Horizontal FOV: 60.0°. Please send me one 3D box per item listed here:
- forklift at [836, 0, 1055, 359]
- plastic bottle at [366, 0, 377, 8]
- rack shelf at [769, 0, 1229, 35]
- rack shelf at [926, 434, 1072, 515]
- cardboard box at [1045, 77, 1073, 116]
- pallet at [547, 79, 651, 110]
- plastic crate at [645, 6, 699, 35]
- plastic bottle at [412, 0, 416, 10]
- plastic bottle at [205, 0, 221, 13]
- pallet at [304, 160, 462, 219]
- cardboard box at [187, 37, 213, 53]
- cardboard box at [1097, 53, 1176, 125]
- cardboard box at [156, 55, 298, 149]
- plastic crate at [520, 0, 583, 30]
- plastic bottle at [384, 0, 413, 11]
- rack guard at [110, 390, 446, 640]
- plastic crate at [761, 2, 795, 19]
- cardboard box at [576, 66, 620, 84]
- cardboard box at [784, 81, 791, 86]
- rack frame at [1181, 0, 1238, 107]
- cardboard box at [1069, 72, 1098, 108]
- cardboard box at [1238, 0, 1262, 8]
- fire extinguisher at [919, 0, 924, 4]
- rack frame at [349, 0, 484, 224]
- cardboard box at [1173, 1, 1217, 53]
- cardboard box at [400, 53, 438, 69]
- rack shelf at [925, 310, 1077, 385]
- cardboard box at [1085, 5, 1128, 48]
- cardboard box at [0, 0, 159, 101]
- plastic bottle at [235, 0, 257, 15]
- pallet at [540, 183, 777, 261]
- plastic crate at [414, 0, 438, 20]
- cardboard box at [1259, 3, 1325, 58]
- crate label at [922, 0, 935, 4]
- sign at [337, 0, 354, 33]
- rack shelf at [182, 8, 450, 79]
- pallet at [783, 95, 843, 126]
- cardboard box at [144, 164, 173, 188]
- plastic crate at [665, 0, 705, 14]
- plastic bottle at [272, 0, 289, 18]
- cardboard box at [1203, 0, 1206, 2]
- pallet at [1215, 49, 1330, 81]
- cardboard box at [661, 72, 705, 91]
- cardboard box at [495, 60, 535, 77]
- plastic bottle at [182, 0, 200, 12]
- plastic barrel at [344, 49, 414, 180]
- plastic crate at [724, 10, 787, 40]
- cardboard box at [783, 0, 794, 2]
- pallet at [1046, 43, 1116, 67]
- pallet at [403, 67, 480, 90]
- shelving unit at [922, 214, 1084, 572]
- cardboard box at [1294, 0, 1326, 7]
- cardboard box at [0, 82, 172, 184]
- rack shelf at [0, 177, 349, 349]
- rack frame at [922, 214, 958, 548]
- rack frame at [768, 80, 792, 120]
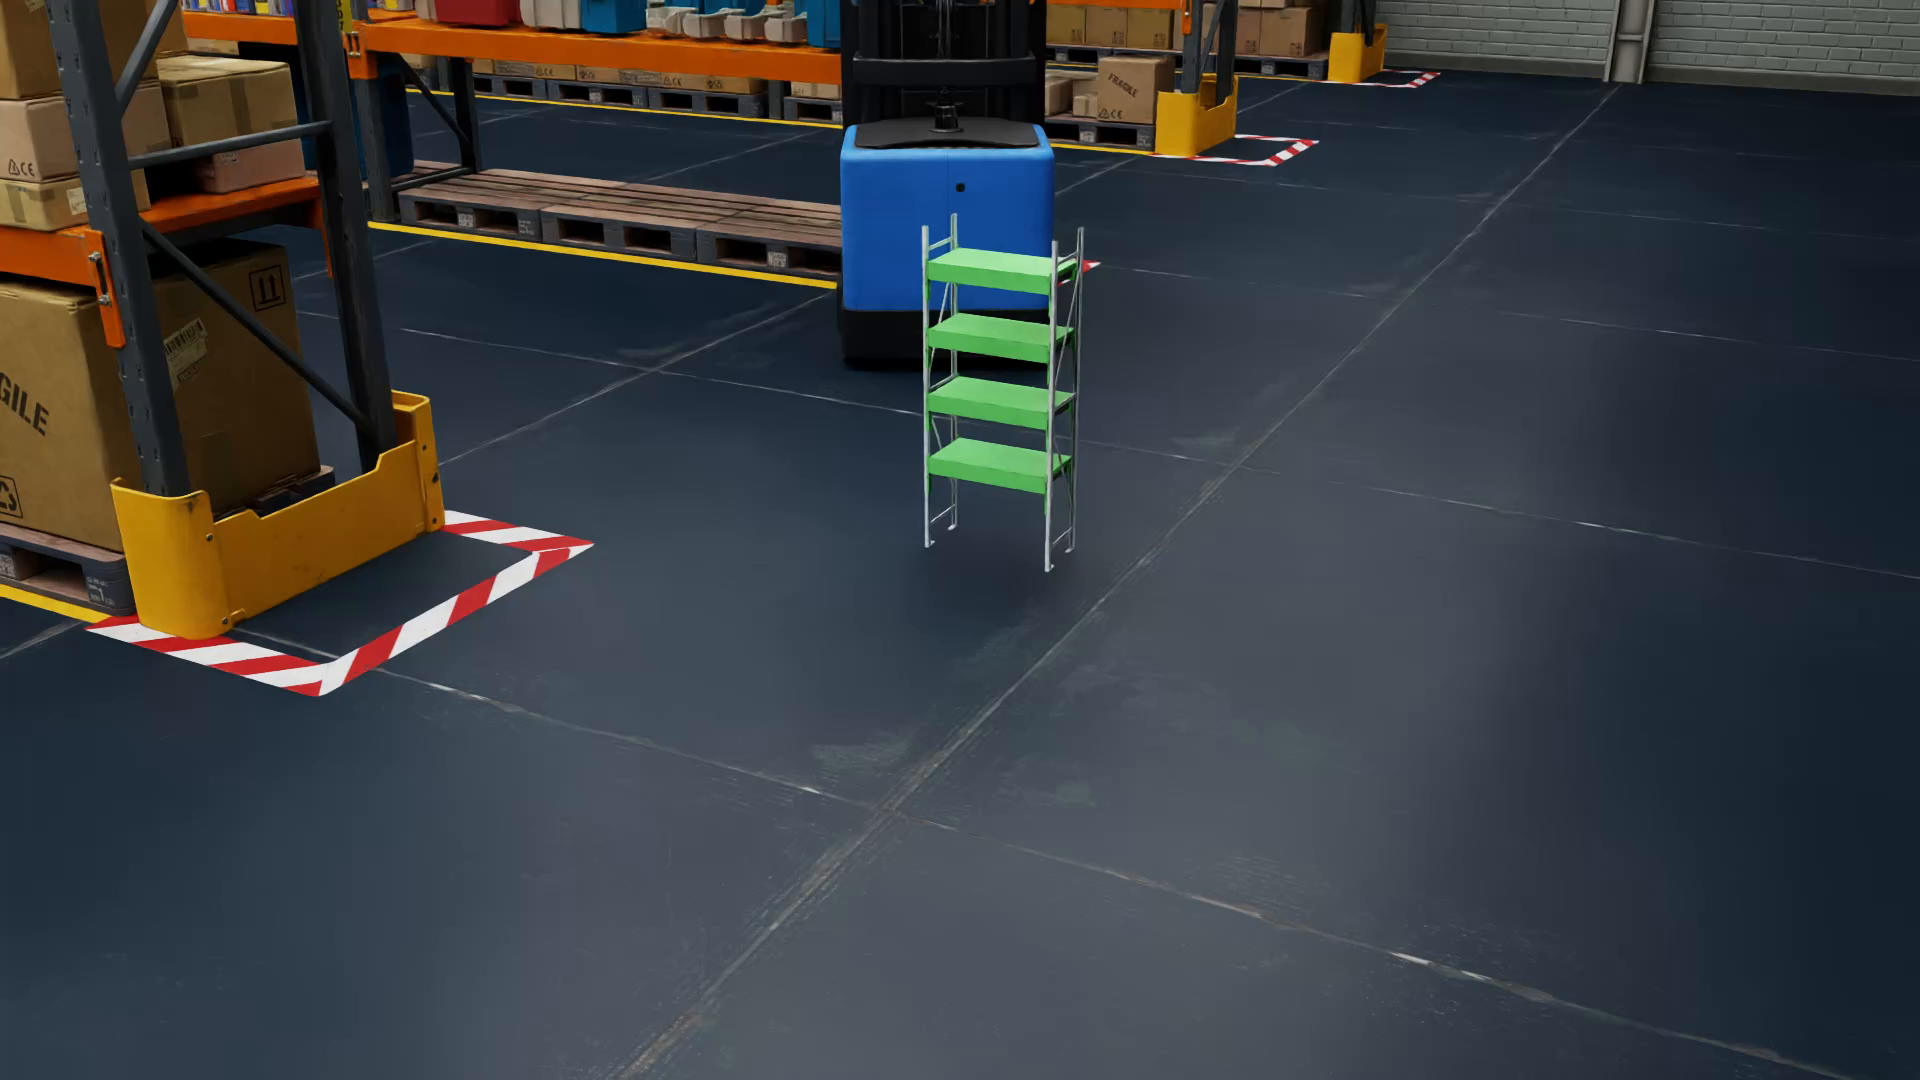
[{"bbox_3d":[-0.096,-2.769,9.016,1.130,2.935,3.031,-1,23,-1],"label":"forklift"},{"bbox_3d":[-4.180,-3.925,11.811,0.097,0.271,0.097,0,23,0],"label":"plastic bottle"},{"bbox_3d":[0.295,-4.761,14.531,4.000,0.370,1.077,11,25,25],"label":"rack shelf"},{"bbox_3d":[0.148,-0.243,6.065,0.480,0.148,0.258,11,25,25],"label":"rack shelf"},{"bbox_3d":[0.649,-3.864,14.454,0.500,0.250,0.500,11,25,25],"label":"cardboard box"},{"bbox_3d":[-3.326,-4.507,16.579,1.213,0.211,1.003,11,25,25],"label":"pallet"},{"bbox_3d":[-1.752,-3.139,10.059,0.250,0.136,0.298,11,25,25],"label":"plastic crate"},{"bbox_3d":[-3.863,-3.876,11.680,0.133,0.283,0.061,11,25,25],"label":"plastic bottle"},{"bbox_3d":[-5.122,-3.793,11.494,0.135,0.276,0.152,11,25,25],"label":"plastic bottle"},{"bbox_3d":[-4.398,-2.583,12.055,1.213,0.211,1.003,11,25,25],"label":"pallet"},{"bbox_3d":[-8.381,-5.628,18.627,0.500,0.250,0.500,11,25,23],"label":"cardboard box"},{"bbox_3d":[1.483,-3.801,13.986,0.500,0.500,0.500,11,25,25],"label":"cardboard box"},{"bbox_3d":[-2.700,-1.526,5.818,0.500,0.250,0.500,10,25,23],"label":"cardboard box"},{"bbox_3d":[-2.449,-3.355,10.381,0.530,0.282,0.437,11,25,25],"label":"plastic crate"},{"bbox_3d":[-3.932,-3.876,11.593,0.185,0.351,0.144,11,25,25],"label":"plastic bottle"},{"bbox_3d":[-2.372,-0.125,5.905,0.348,0.500,1.175,11,25,25],"label":"rack guard"},{"bbox_3d":[-1.085,-3.280,10.389,0.298,0.136,0.250,11,25,25],"label":"plastic crate"},{"bbox_3d":[-3.399,-4.752,16.223,0.500,0.500,0.500,10,25,23],"label":"cardboard box"},{"bbox_3d":[-1.812,-4.668,16.025,0.500,0.500,0.500,10,25,22],"label":"cardboard box"},{"bbox_3d":[2.080,-4.739,13.560,0.127,3.000,1.000,11,25,25],"label":"rack frame"},{"bbox_3d":[1.276,-3.959,14.678,0.500,0.250,0.500,11,25,25],"label":"cardboard box"},{"bbox_3d":[3.216,-5.903,18.127,0.250,0.149,0.380,12,26,26],"label":"cardboard box"},{"bbox_3d":[-0.229,-2.617,9.146,0.183,0.674,0.296,11,25,25],"label":"fire extinguisher"},{"bbox_3d":[-3.728,-3.716,11.154,0.127,3.000,1.000,11,25,25],"label":"rack frame"},{"bbox_3d":[2.746,-5.778,18.661,0.500,0.500,0.700,10,25,23],"label":"cardboard box"},{"bbox_3d":[-5.639,-5.087,17.356,0.500,0.250,0.500,12,26,26],"label":"cardboard box"},{"bbox_3d":[0.148,-0.685,5.878,0.480,0.148,0.258,11,25,25],"label":"rack shelf"},{"bbox_3d":[1.810,-5.961,19.091,0.500,0.500,0.700,11,25,24],"label":"cardboard box"},{"bbox_3d":[-2.947,-1.687,5.237,0.500,0.500,0.500,12,26,25],"label":"cardboard box"},{"bbox_3d":[-4.861,-3.774,11.354,0.185,0.351,0.144,11,25,25],"label":"plastic bottle"},{"bbox_3d":[-1.962,-2.101,10.921,1.213,0.211,1.003,11,25,25],"label":"pallet"},{"bbox_3d":[-3.378,-3.490,10.884,0.243,0.136,0.396,11,25,25],"label":"plastic crate"},{"bbox_3d":[3.641,-5.601,18.245,0.500,0.500,0.700,11,25,25],"label":"cardboard box"},{"bbox_3d":[-0.231,-3.119,9.887,0.303,0.233,0.416,11,25,25],"label":"crate label"},{"bbox_3d":[-2.138,-1.907,5.694,0.005,0.325,0.100,11,25,25],"label":"sign"},{"bbox_3d":[-5.513,-3.738,12.126,4.000,0.370,1.077,11,25,25],"label":"rack shelf"},{"bbox_3d":[-0.878,-4.040,15.481,1.213,0.211,1.003,11,25,25],"label":"pallet"},{"bbox_3d":[-2.791,-1.387,5.999,0.250,0.149,0.380,11,25,24],"label":"cardboard box"},{"bbox_3d":[-1.673,-3.404,10.559,0.300,0.233,0.416,11,25,25],"label":"plastic crate"},{"bbox_3d":[-4.552,-3.680,11.229,0.135,0.276,0.152,11,25,25],"label":"plastic bottle"},{"bbox_3d":[2.711,-6.171,18.755,0.250,0.149,0.380,11,26,25],"label":"cardboard box"},{"bbox_3d":[3.562,-5.300,18.443,1.213,0.211,1.003,11,25,25],"label":"pallet"},{"bbox_3d":[-2.497,-4.574,15.806,0.500,0.500,0.500,11,26,25],"label":"cardboard box"},{"bbox_3d":[-4.313,-4.933,16.648,0.500,0.500,0.500,10,25,23],"label":"cardboard box"},{"bbox_3d":[-5.329,-3.834,11.590,0.135,0.276,0.152,11,25,25],"label":"plastic bottle"},{"bbox_3d":[-4.206,-3.045,11.723,0.708,0.901,0.600,11,25,25],"label":"plastic barrel"},{"bbox_3d":[-1.220,-3.053,9.855,0.243,0.136,0.396,11,25,25],"label":"plastic crate"},{"bbox_3d":[-2.231,-6.910,20.877,0.750,0.750,0.750,11,25,24],"label":"cardboard box"},{"bbox_3d":[1.385,-5.731,19.456,1.213,0.211,1.003,11,25,25],"label":"pallet"},{"bbox_3d":[-5.777,-5.027,17.801,1.213,0.211,1.003,11,25,25],"label":"pallet"},{"bbox_3d":[0.148,-0.523,5.946,0.503,1.200,0.258,11,25,25],"label":"shelving unit"},{"bbox_3d":[3.843,-5.947,18.231,0.250,0.149,0.380,11,26,25],"label":"cardboard box"},{"bbox_3d":[-2.946,-1.340,5.380,0.500,0.250,0.500,11,25,24],"label":"cardboard box"},{"bbox_3d":[-4.178,-1.302,6.397,4.000,0.370,1.077,11,25,25],"label":"rack shelf"},{"bbox_3d":[-0.070,-0.566,6.048,0.015,1.200,0.240,11,25,25],"label":"rack frame"},{"bbox_3d":[-1.490,-5.445,15.221,0.127,3.000,1.000,11,25,25],"label":"rack frame"}]
